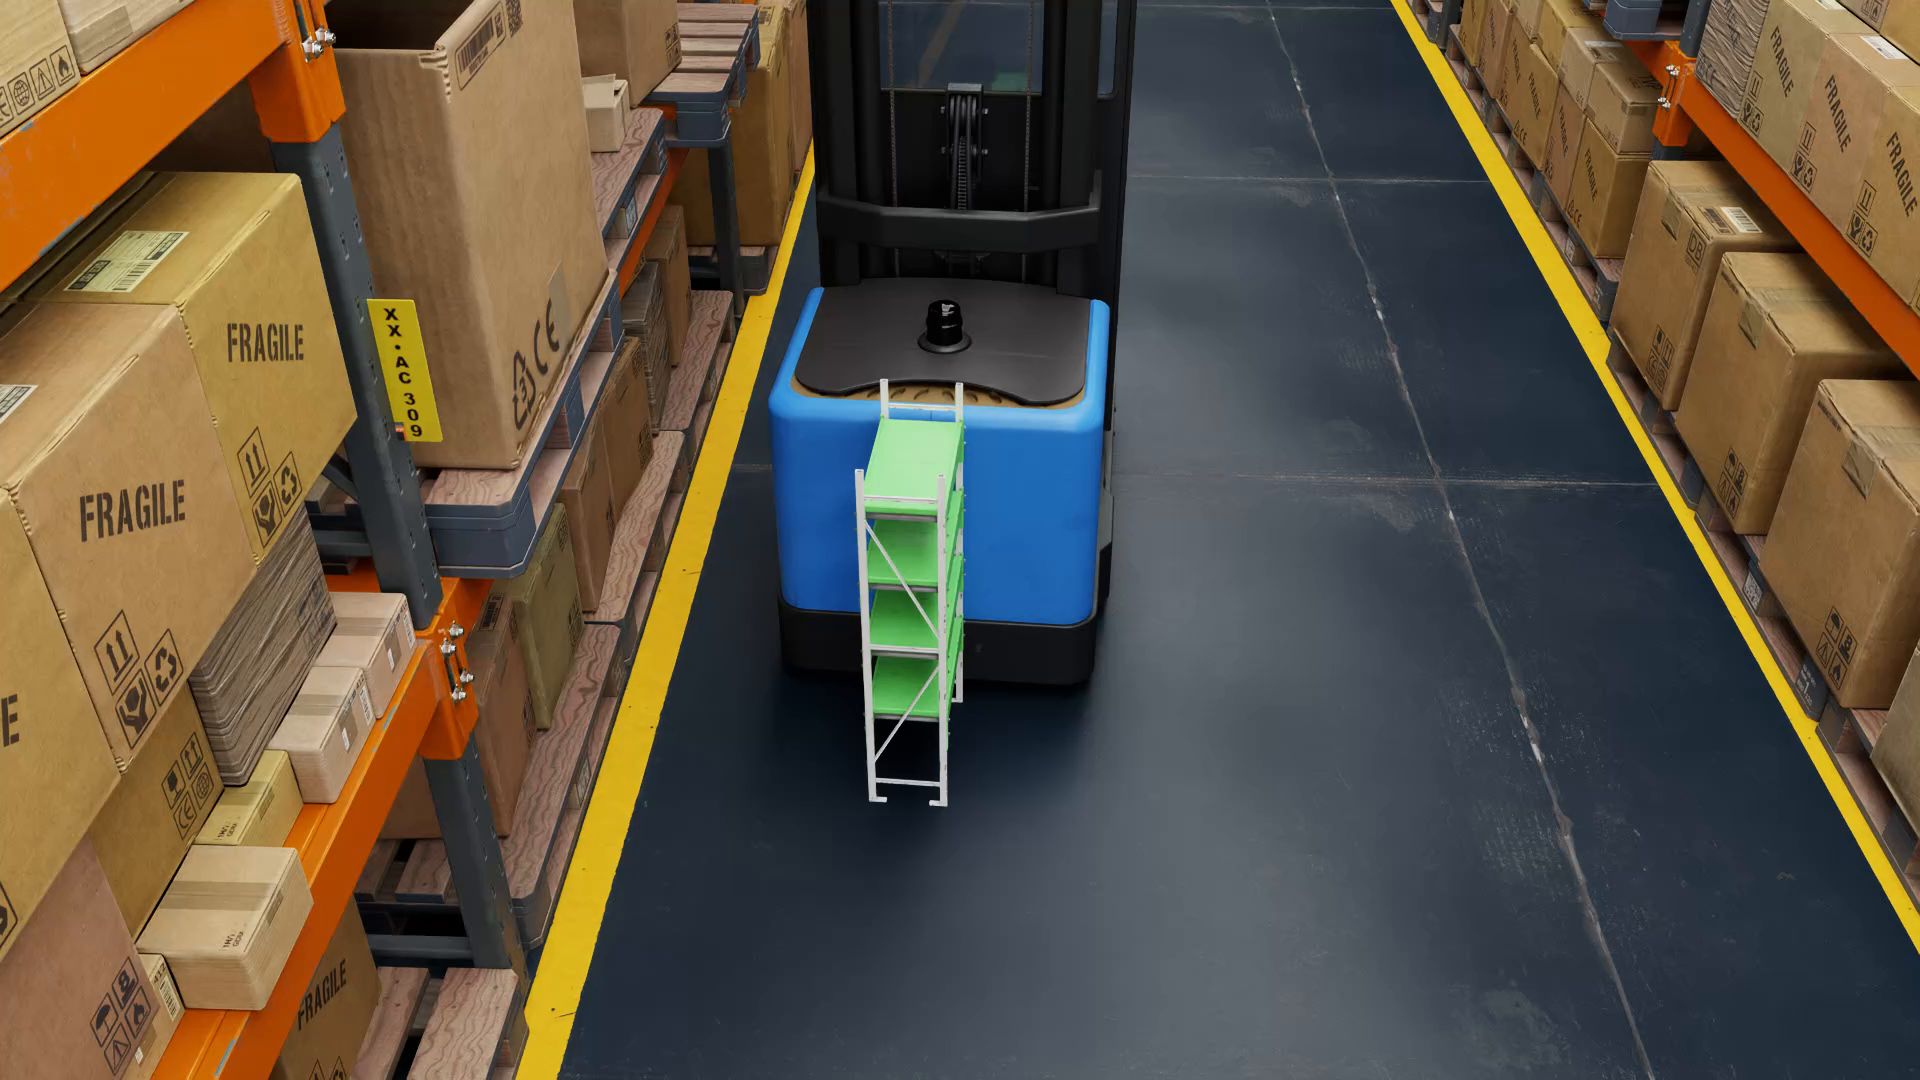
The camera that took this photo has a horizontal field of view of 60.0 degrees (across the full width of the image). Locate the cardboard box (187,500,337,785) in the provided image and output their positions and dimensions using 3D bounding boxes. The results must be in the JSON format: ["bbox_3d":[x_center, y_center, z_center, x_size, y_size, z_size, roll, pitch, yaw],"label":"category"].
[{"bbox_3d":[-1.750,0.100,3.153,0.875,0.500,0.500,1,35,2],"label":"cardboard box"}]

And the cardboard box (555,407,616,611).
[{"bbox_3d":[-1.564,-0.099,5.573,0.700,0.500,0.500,-2,35,-2],"label":"cardboard box"}]

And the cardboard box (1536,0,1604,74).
[{"bbox_3d":[3.254,-2.556,8.435,0.500,0.250,0.500,2,35,3],"label":"cardboard box"}]

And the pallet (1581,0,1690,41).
[{"bbox_3d":[3.365,-2.453,7.298,1.213,0.211,1.003,1,35,2],"label":"pallet"}]

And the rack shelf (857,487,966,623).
[{"bbox_3d":[-0.135,0.030,4.857,0.258,0.148,0.480,3,35,5],"label":"rack shelf"}]

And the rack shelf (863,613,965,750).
[{"bbox_3d":[-0.135,0.423,5.133,0.258,0.148,0.480,3,35,5],"label":"rack shelf"}]

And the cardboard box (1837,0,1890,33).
[{"bbox_3d":[3.396,-2.021,5.561,0.700,0.500,0.500,1,35,1],"label":"cardboard box"}]

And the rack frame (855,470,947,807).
[{"bbox_3d":[-0.159,0.314,4.760,0.240,1.200,0.015,3,35,5],"label":"rack frame"}]

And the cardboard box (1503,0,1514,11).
[{"bbox_3d":[3.291,-3.149,9.279,0.500,0.250,0.500,2,35,3],"label":"cardboard box"}]

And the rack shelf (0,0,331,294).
[{"bbox_3d":[-1.750,0.222,1.342,1.077,0.370,4.000,1,35,2],"label":"rack shelf"}]

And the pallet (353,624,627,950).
[{"bbox_3d":[-1.640,0.700,5.071,1.003,0.211,1.213,1,35,2],"label":"pallet"}]

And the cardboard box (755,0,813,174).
[{"bbox_3d":[-1.417,-2.503,8.685,1.225,0.875,0.875,1,35,2],"label":"cardboard box"}]

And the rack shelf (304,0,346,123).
[{"bbox_3d":[-1.589,-2.076,4.612,1.077,0.370,4.000,1,35,2],"label":"rack shelf"}]

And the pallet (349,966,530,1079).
[{"bbox_3d":[-1.661,1.534,3.884,1.003,0.211,1.213,1,35,2],"label":"pallet"}]

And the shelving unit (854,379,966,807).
[{"bbox_3d":[-0.135,0.174,4.959,0.258,1.200,0.503,3,35,5],"label":"shelving unit"}]

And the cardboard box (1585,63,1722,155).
[{"bbox_3d":[3.208,-1.974,7.607,0.500,0.250,0.500,1,35,1],"label":"cardboard box"}]

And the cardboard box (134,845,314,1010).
[{"bbox_3d":[-1.373,0.671,2.905,0.380,0.149,0.250,1,35,2],"label":"cardboard box"}]

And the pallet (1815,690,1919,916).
[{"bbox_3d":[3.238,0.874,4.822,1.003,0.211,1.213,1,35,2],"label":"pallet"}]

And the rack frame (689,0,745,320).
[{"bbox_3d":[-1.509,-2.292,6.903,1.000,3.000,0.127,1,35,2],"label":"rack frame"}]

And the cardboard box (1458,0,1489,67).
[{"bbox_3d":[3.309,-3.148,9.930,0.500,0.500,0.500,3,35,4],"label":"cardboard box"}]

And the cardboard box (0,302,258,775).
[{"bbox_3d":[-1.432,-0.014,2.445,0.500,0.500,0.500,1,35,2],"label":"cardboard box"}]

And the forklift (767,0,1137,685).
[{"bbox_3d":[0.062,-1.555,5.914,1.130,2.935,3.031,3,35,5],"label":"forklift"}]

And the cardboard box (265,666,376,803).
[{"bbox_3d":[-1.404,0.382,3.316,0.380,0.149,0.250,1,35,2],"label":"cardboard box"}]

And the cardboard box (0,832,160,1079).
[{"bbox_3d":[-1.724,0.677,2.333,0.875,0.500,0.500,1,35,2],"label":"cardboard box"}]

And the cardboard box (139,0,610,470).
[{"bbox_3d":[-1.498,-0.865,3.984,1.000,1.000,1.000,2,35,2],"label":"cardboard box"}]

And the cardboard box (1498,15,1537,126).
[{"bbox_3d":[3.282,-2.543,9.069,0.500,0.500,0.500,2,35,3],"label":"cardboard box"}]

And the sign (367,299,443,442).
[{"bbox_3d":[-1.127,-0.340,3.372,0.100,0.325,0.005,1,35,2],"label":"sign"}]

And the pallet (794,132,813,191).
[{"bbox_3d":[-1.350,-2.302,9.341,1.003,0.211,1.213,1,35,2],"label":"pallet"}]

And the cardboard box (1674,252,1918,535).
[{"bbox_3d":[3.297,-0.521,5.974,1.050,0.750,0.750,2,35,3],"label":"cardboard box"}]

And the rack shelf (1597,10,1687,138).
[{"bbox_3d":[3.523,-2.974,8.499,1.077,0.370,4.000,1,35,2],"label":"rack shelf"}]

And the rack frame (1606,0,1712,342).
[{"bbox_3d":[3.443,-2.120,6.657,1.000,3.000,0.127,1,35,2],"label":"rack frame"}]

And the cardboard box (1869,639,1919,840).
[{"bbox_3d":[3.217,0.568,4.424,1.050,0.750,0.750,1,35,2],"label":"cardboard box"}]

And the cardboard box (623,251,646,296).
[{"bbox_3d":[-1.517,-1.066,6.297,0.500,0.250,0.500,5,35,7],"label":"cardboard box"}]

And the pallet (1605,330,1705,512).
[{"bbox_3d":[3.336,-0.527,6.817,1.003,0.211,1.213,1,35,2],"label":"pallet"}]

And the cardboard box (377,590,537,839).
[{"bbox_3d":[-1.624,0.496,4.726,0.700,0.500,0.500,-1,35,-2],"label":"cardboard box"}]

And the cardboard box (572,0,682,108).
[{"bbox_3d":[-1.413,-1.871,5.851,0.700,0.500,0.500,6,36,9],"label":"cardboard box"}]

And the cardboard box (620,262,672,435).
[{"bbox_3d":[-1.526,-0.745,6.493,0.700,0.500,0.500,-1,35,-2],"label":"cardboard box"}]

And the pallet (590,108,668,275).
[{"bbox_3d":[-1.548,-1.075,5.338,1.003,0.211,1.213,1,35,2],"label":"pallet"}]

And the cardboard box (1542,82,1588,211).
[{"bbox_3d":[3.233,-1.951,8.226,0.500,0.500,0.500,3,35,4],"label":"cardboard box"}]

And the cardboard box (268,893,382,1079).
[{"bbox_3d":[-1.726,1.086,3.905,0.500,0.500,0.500,0,35,0],"label":"cardboard box"}]

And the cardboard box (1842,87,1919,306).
[{"bbox_3d":[3.095,-1.041,5.035,0.500,0.500,0.500,1,35,1],"label":"cardboard box"}]

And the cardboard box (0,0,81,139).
[{"bbox_3d":[-1.459,-0.592,2.006,0.500,0.250,0.500,2,35,3],"label":"cardboard box"}]

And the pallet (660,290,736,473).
[{"bbox_3d":[-1.542,-0.702,7.066,1.003,0.211,1.213,1,35,2],"label":"pallet"}]

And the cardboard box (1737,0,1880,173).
[{"bbox_3d":[3.137,-1.617,5.855,0.500,0.500,0.500,1,35,1],"label":"cardboard box"}]

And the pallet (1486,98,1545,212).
[{"bbox_3d":[3.527,-2.127,9.092,1.003,0.211,1.213,1,35,2],"label":"pallet"}]
